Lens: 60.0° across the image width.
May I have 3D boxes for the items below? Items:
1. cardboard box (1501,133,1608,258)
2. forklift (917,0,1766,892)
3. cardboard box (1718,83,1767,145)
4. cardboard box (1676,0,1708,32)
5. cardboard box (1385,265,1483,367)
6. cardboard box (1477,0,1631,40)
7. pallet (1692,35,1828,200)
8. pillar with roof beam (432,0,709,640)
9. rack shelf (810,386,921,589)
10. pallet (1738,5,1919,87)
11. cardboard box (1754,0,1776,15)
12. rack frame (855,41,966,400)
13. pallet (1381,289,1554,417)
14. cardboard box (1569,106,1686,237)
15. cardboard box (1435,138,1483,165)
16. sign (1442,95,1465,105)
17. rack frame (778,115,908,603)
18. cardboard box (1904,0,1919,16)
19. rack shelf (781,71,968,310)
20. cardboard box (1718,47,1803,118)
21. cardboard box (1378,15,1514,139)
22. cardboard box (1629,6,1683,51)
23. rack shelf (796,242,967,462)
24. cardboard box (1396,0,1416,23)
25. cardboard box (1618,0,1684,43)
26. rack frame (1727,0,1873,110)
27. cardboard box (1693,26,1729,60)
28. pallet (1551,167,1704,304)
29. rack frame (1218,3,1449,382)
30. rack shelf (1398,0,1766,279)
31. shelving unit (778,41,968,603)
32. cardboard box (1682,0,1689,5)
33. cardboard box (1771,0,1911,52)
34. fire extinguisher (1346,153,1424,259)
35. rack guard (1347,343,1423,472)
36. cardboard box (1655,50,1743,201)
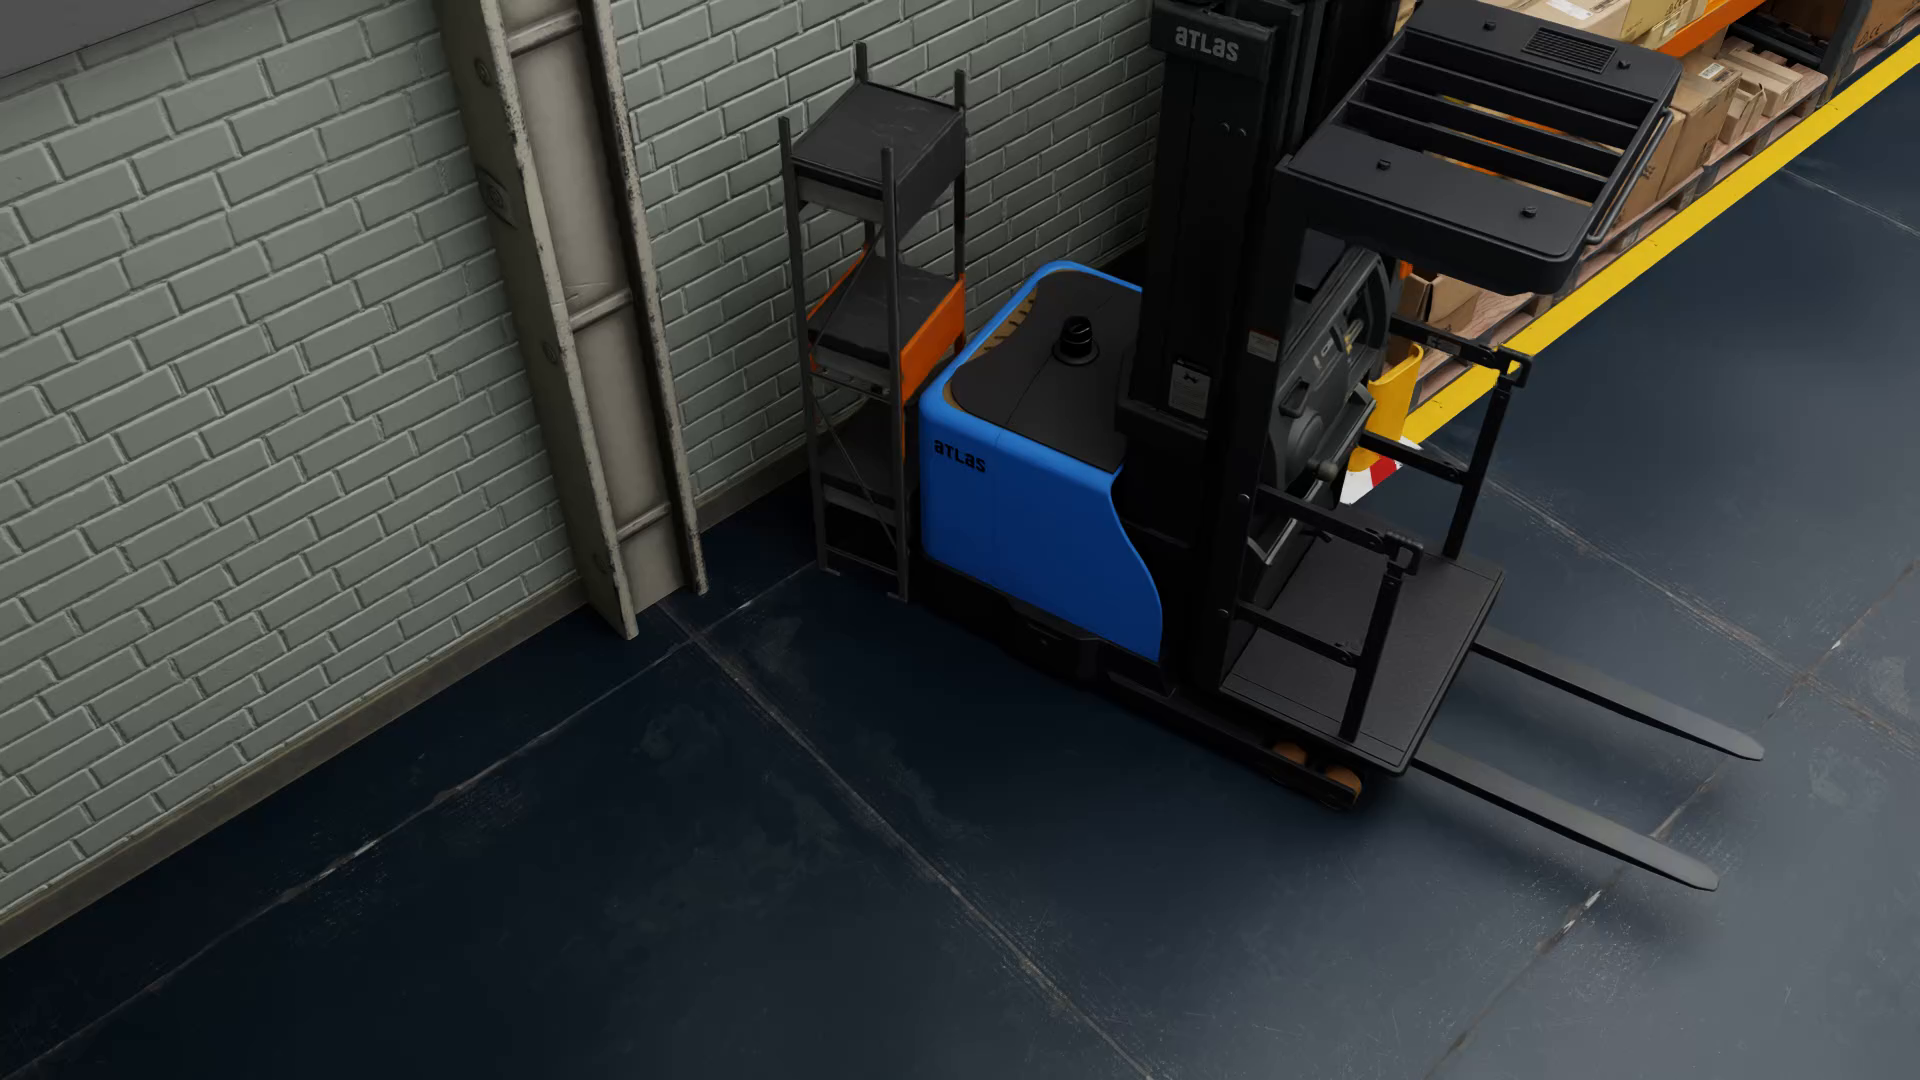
[{"bbox_3d":[2.531,-1.598,7.651,0.500,0.500,0.700,-32,55,-26],"label":"cardboard box"},{"bbox_3d":[1.361,-0.487,5.258,3.031,2.935,1.130,24,52,21],"label":"forklift"},{"bbox_3d":[3.837,-2.232,8.396,0.258,0.266,0.396,-32,55,-26],"label":"cardboard box"},{"bbox_3d":[2.952,-2.330,7.083,0.250,0.149,0.380,-33,55,-26],"label":"cardboard box"},{"bbox_3d":[1.873,-1.197,7.280,0.637,0.503,0.797,-36,57,-28],"label":"cardboard box"},{"bbox_3d":[2.246,-2.028,6.533,0.500,0.250,0.500,-33,55,-27],"label":"cardboard box"},{"bbox_3d":[3.807,-2.344,8.822,1.213,0.211,1.003,-34,56,-27],"label":"pallet"},{"bbox_3d":[1.651,-0.501,1.143,0.400,9.000,9.100,-34,56,-27],"label":"pillar with roof beam"},{"bbox_3d":[-0.275,-0.208,6.537,0.431,0.518,0.480,21,50,18],"label":"rack shelf"},{"bbox_3d":[4.892,-3.105,9.525,1.213,0.211,1.003,-34,56,-27],"label":"pallet"},{"bbox_3d":[4.480,-3.327,9.247,0.500,0.500,0.500,-34,56,-27],"label":"cardboard box"},{"bbox_3d":[-0.163,-0.852,6.161,0.400,2.100,0.015,21,50,18],"label":"rack frame"},{"bbox_3d":[2.002,-1.137,7.709,1.213,0.211,1.003,-34,56,-27],"label":"pallet"},{"bbox_3d":[2.990,-1.805,7.842,0.500,0.500,0.500,-33,55,-27],"label":"cardboard box"},{"bbox_3d":[1.784,-1.579,6.390,0.250,0.149,0.380,-34,56,-27],"label":"cardboard box"},{"bbox_3d":[1.721,-1.649,5.695,0.005,0.325,0.100,-34,56,-27],"label":"sign"},{"bbox_3d":[-0.385,-0.534,5.866,0.400,2.100,0.015,21,50,18],"label":"rack frame"},{"bbox_3d":[5.212,-3.308,9.230,0.500,0.500,0.500,-34,56,-28],"label":"cardboard box"},{"bbox_3d":[-0.273,-1.159,5.510,0.431,0.518,0.480,21,50,18],"label":"rack shelf"},{"bbox_3d":[4.101,-2.369,8.602,0.250,0.149,0.380,-35,56,-28],"label":"cardboard box"},{"bbox_3d":[1.873,-1.778,6.303,0.500,0.250,0.500,-33,56,-27],"label":"cardboard box"},{"bbox_3d":[2.771,-2.189,6.953,0.250,0.149,0.380,-35,56,-28],"label":"cardboard box"},{"bbox_3d":[-0.274,-0.684,6.023,0.431,0.518,0.480,21,50,18],"label":"rack shelf"},{"bbox_3d":[1.518,-2.072,6.574,0.500,0.250,0.500,-32,55,-26],"label":"cardboard box"},{"bbox_3d":[2.619,-2.280,6.766,0.500,0.250,0.500,-35,56,-28],"label":"cardboard box"},{"bbox_3d":[4.316,-3.628,8.110,0.127,3.000,1.000,-34,56,-27],"label":"rack frame"},{"bbox_3d":[3.668,-2.661,8.761,0.500,0.311,0.500,-32,55,-26],"label":"cardboard box"},{"bbox_3d":[2.904,-1.737,8.263,1.213,0.211,1.003,-34,56,-27],"label":"pallet"},{"bbox_3d":[1.356,-1.651,6.285,0.127,3.000,1.000,-34,56,-27],"label":"rack frame"},{"bbox_3d":[2.836,-2.395,7.462,4.000,0.370,1.077,-34,56,-27],"label":"rack shelf"},{"bbox_3d":[-0.274,-0.693,6.013,0.431,2.100,0.503,21,50,18],"label":"shelving unit"},{"bbox_3d":[2.983,-2.545,7.010,0.500,0.250,0.500,-35,56,-28],"label":"cardboard box"},{"bbox_3d":[4.825,-3.040,8.982,0.500,0.500,0.500,-31,55,-26],"label":"cardboard box"},{"bbox_3d":[1.558,-1.174,6.152,0.183,0.674,0.296,-34,56,-27],"label":"fire extinguisher"},{"bbox_3d":[1.412,-0.840,7.239,0.348,0.500,1.175,-34,56,-27],"label":"rack guard"},{"bbox_3d":[3.299,-2.111,8.125,0.500,0.500,0.700,-36,57,-28],"label":"cardboard box"}]
